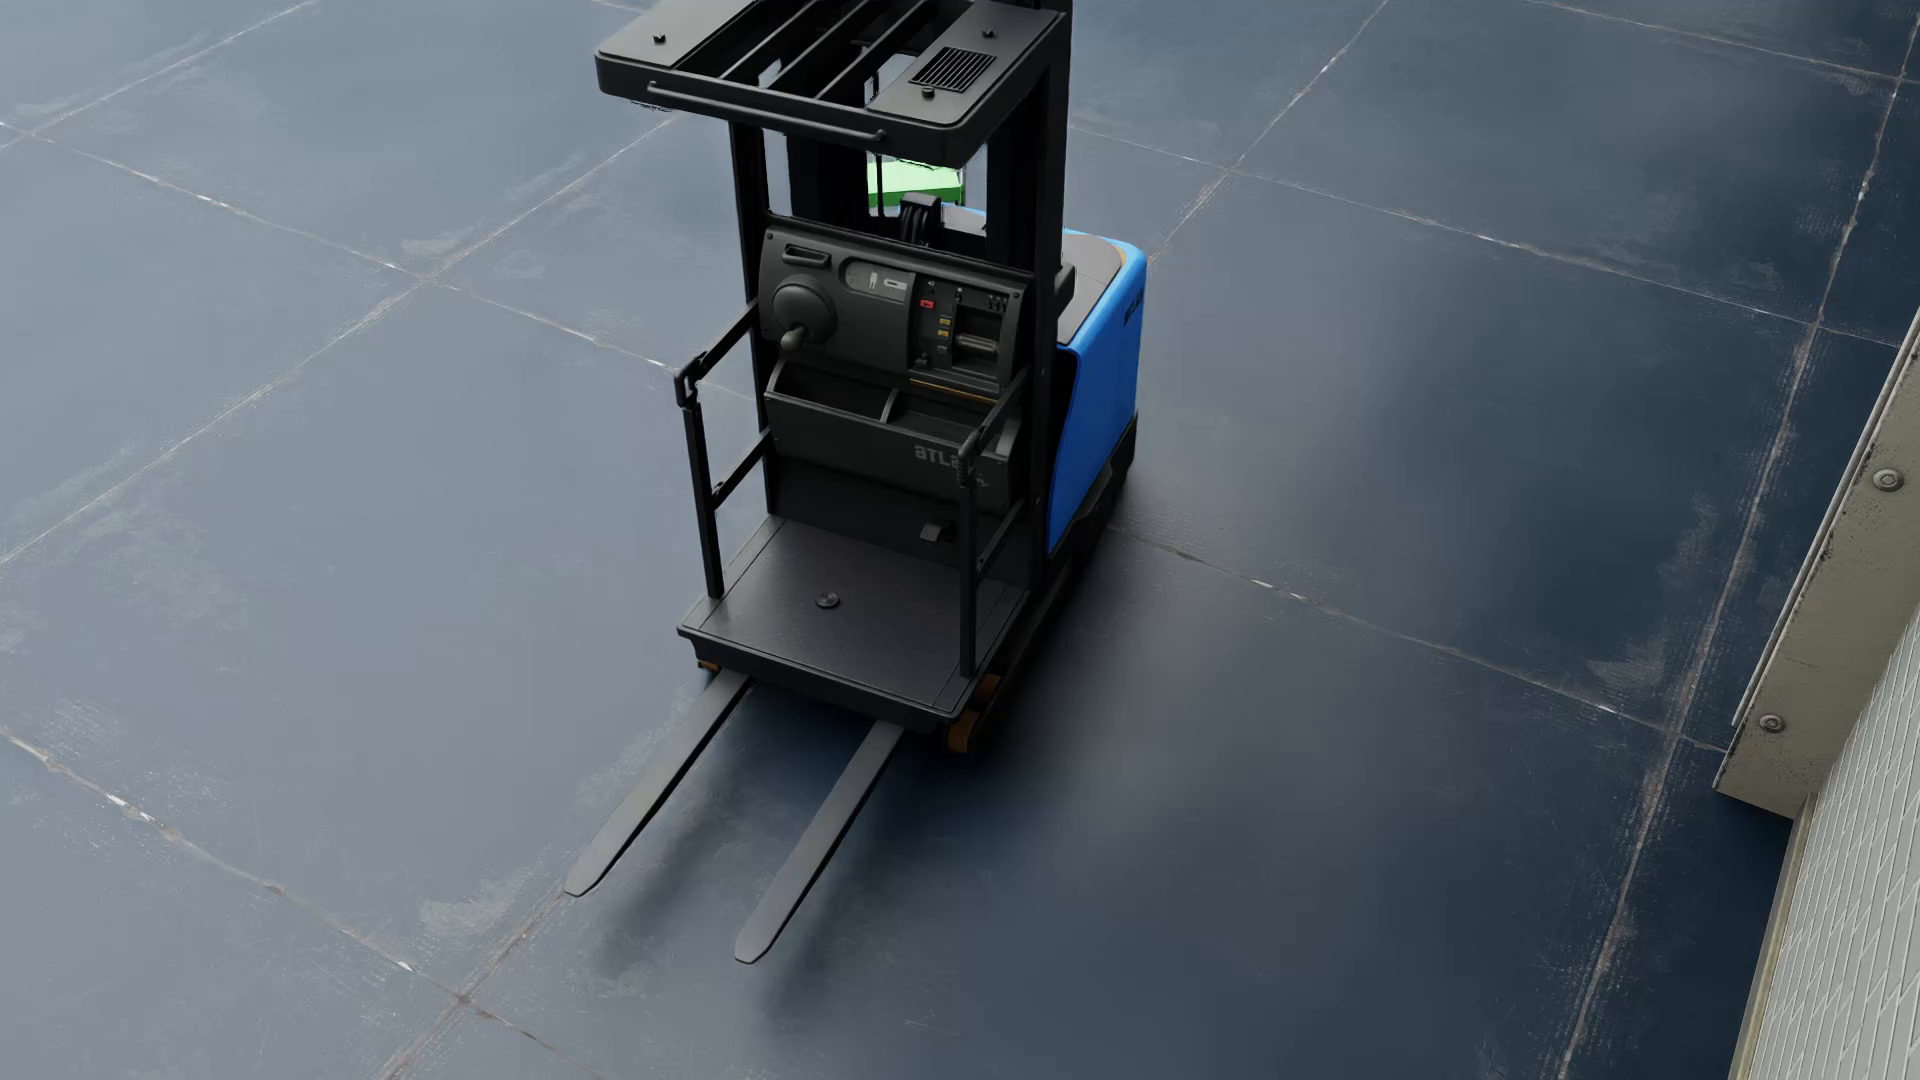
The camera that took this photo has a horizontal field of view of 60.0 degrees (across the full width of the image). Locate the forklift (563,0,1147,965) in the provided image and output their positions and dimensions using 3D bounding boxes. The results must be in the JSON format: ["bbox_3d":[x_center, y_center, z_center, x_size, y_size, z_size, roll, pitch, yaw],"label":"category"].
[{"bbox_3d":[-0.320,-0.668,5.290,1.130,2.935,3.031,16,44,18],"label":"forklift"}]

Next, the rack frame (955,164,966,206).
[{"bbox_3d":[0.001,-1.155,7.154,0.015,1.200,0.240,-5,42,-6],"label":"rack frame"}]

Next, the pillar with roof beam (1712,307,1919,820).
[{"bbox_3d":[-0.885,-4.000,4.483,9.100,9.000,0.400,21,45,22],"label":"pillar with roof beam"}]

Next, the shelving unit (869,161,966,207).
[{"bbox_3d":[-0.241,-1.132,7.128,0.503,1.200,0.258,-5,42,-6],"label":"shelving unit"}]

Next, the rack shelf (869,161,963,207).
[{"bbox_3d":[-0.241,-1.445,6.853,0.480,0.148,0.258,-5,42,-6],"label":"rack shelf"}]
